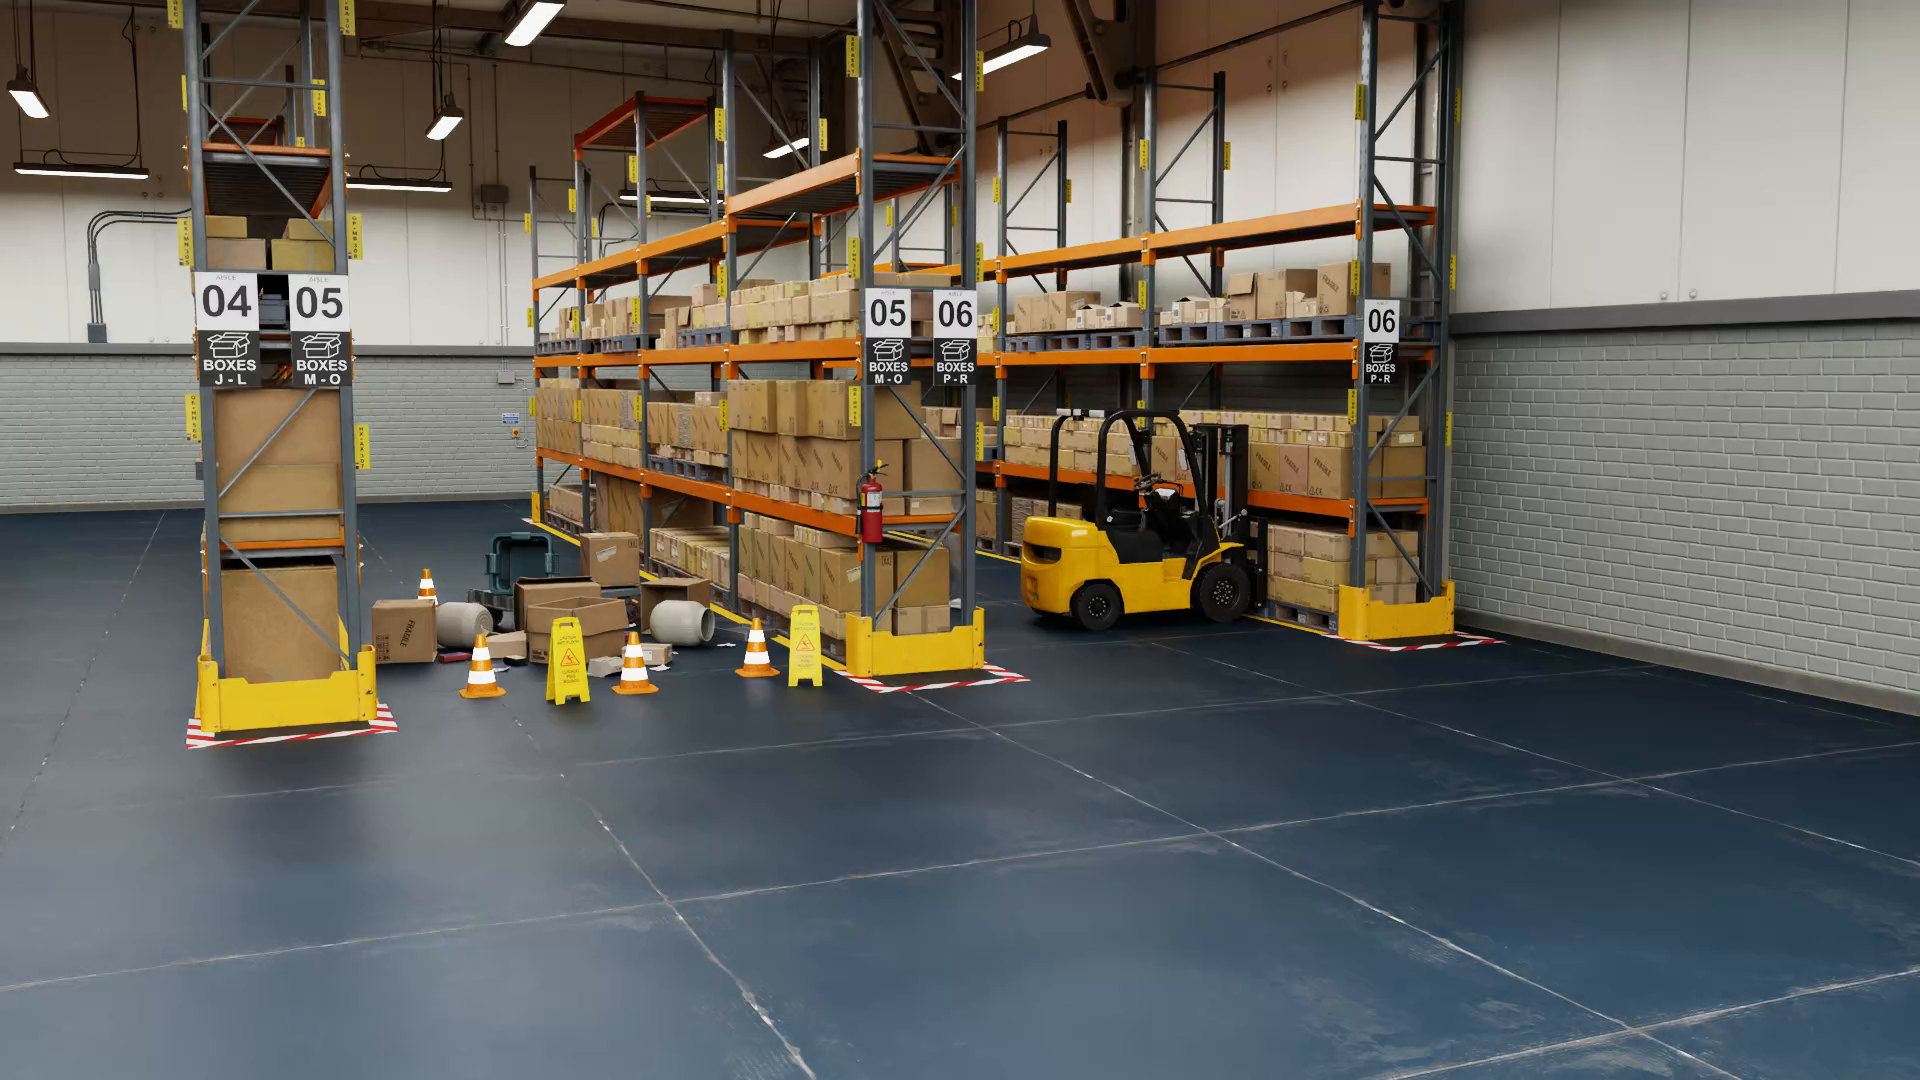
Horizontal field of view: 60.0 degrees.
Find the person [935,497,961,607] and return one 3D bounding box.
[{"bbox_3d":[-0.095,-0.074,17.933,0.561,1.583,0.475,3,7,32],"label":"person"}]
